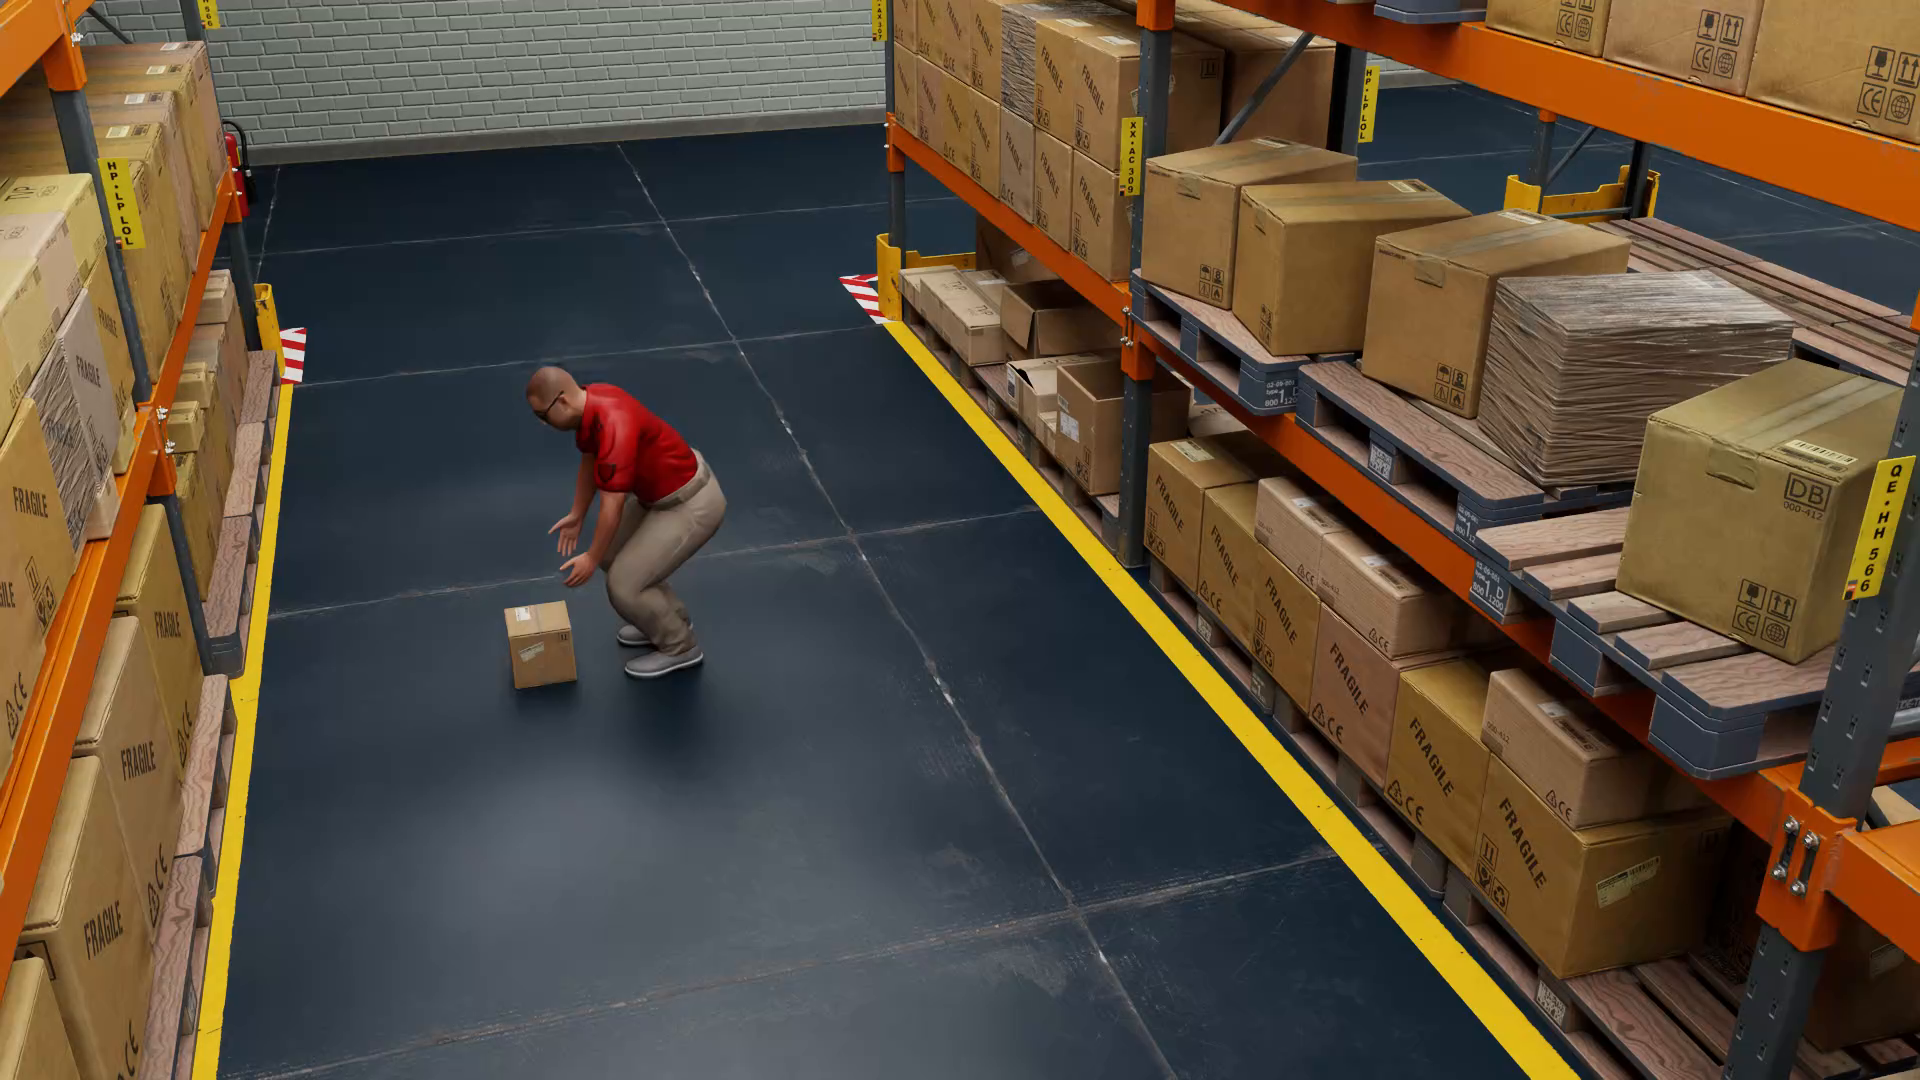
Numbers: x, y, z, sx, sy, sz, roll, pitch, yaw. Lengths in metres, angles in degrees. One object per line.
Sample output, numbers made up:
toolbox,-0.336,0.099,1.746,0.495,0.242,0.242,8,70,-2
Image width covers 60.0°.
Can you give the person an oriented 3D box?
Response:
person,-1.323,-0.099,6.773,0.741,1.349,0.590,-8,27,-16
